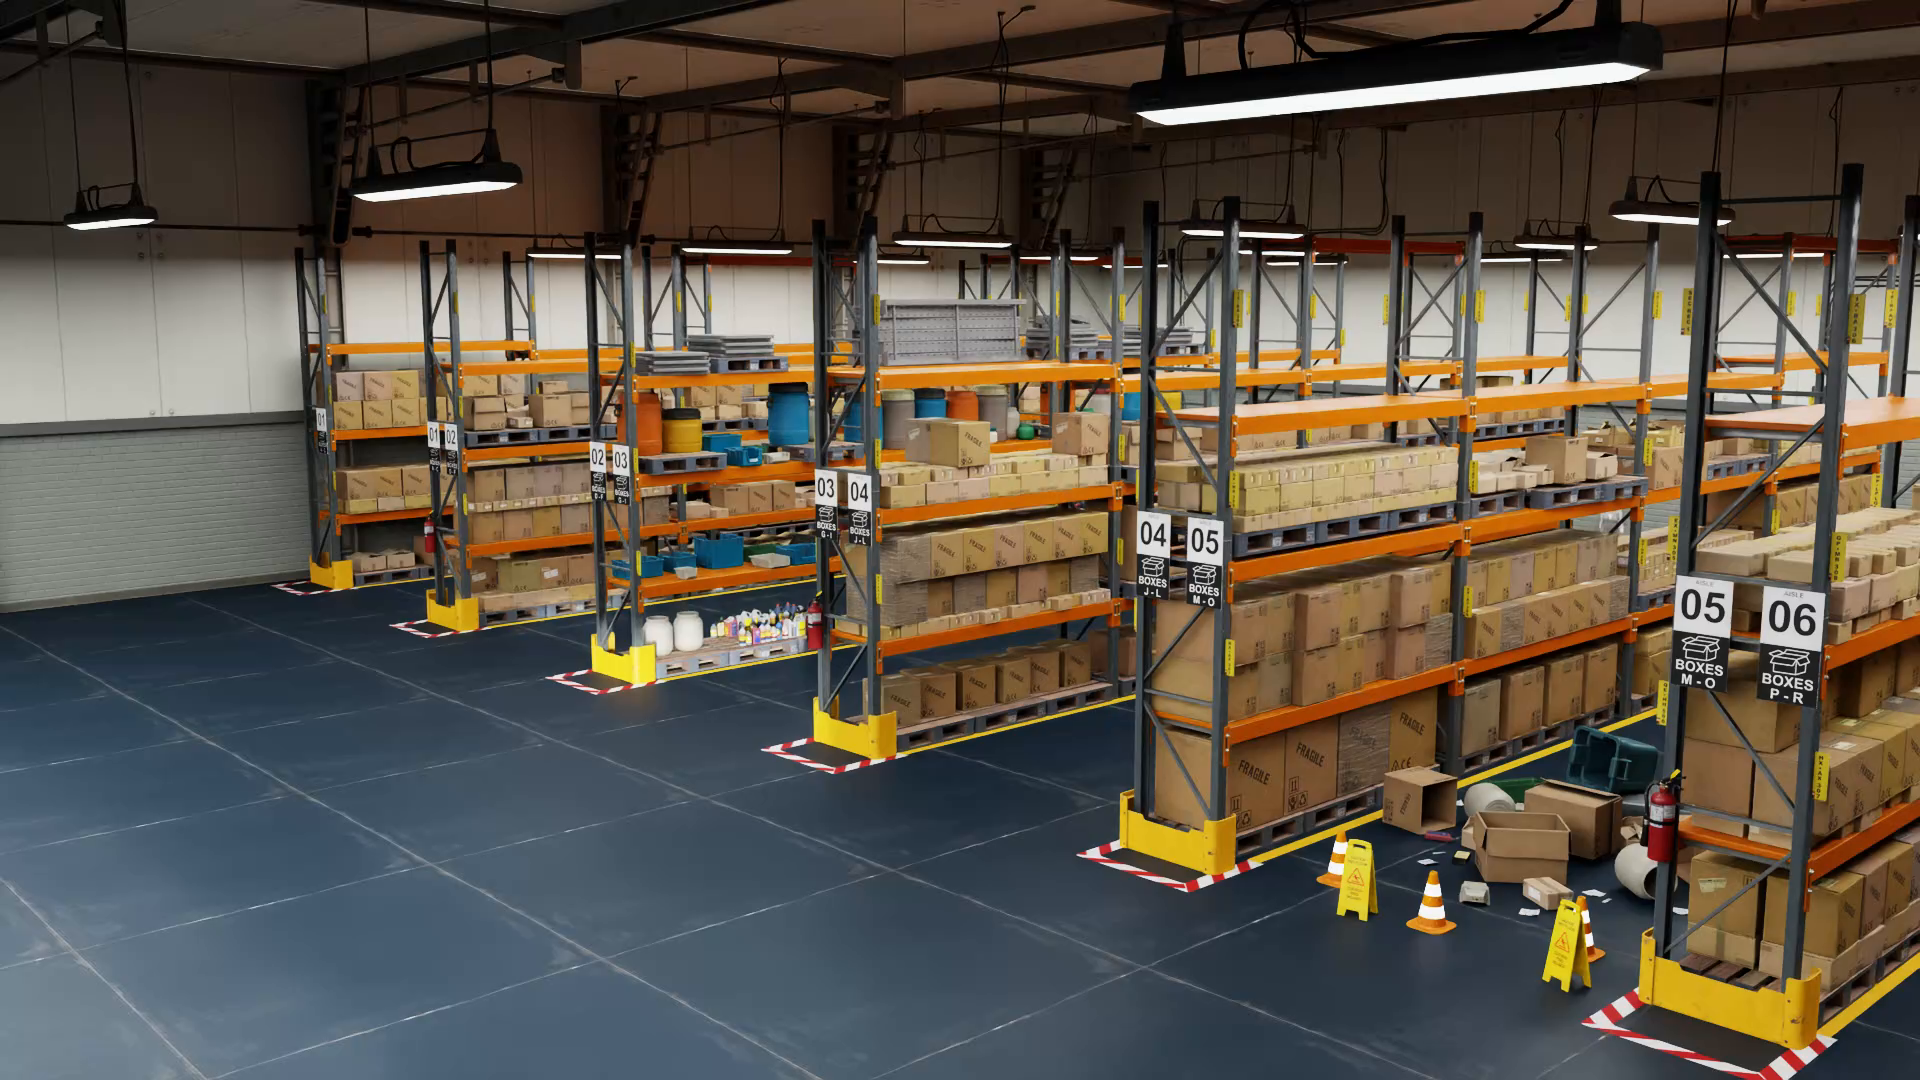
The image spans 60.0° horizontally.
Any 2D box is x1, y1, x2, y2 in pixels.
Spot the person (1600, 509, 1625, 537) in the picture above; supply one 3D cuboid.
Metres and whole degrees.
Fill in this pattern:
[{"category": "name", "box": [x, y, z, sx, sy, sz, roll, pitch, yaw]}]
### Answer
[{"category": "person", "box": [11.906, -0.065, 30.405, 0.404, 1.539, 0.970, 1, 8, 8]}]
